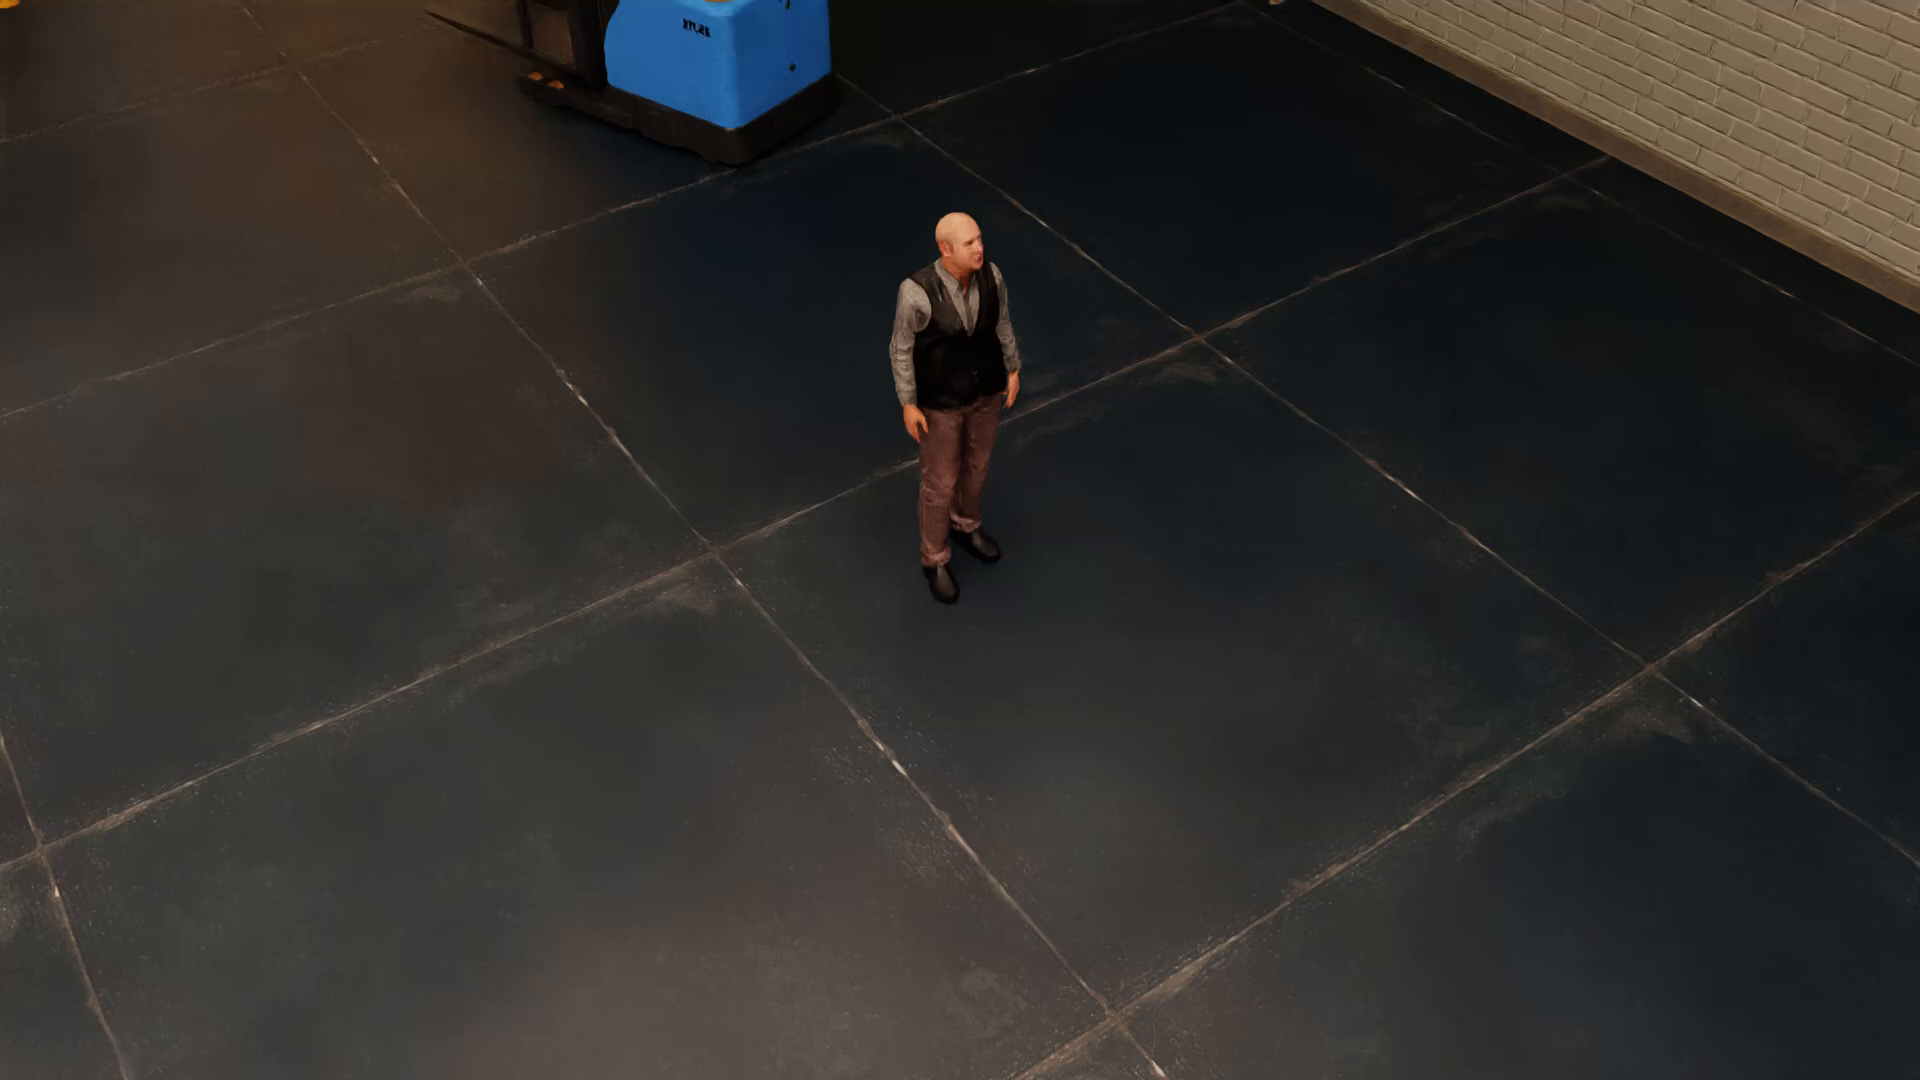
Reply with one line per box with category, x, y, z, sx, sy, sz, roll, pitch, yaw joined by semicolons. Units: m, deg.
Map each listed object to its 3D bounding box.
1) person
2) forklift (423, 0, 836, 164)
person;0.029;-0.601;7.249;0.632;1.720;0.567;-25;48;-25
forklift;-2.308;-4.204;10.278;3.031;2.935;1.130;25;48;25
